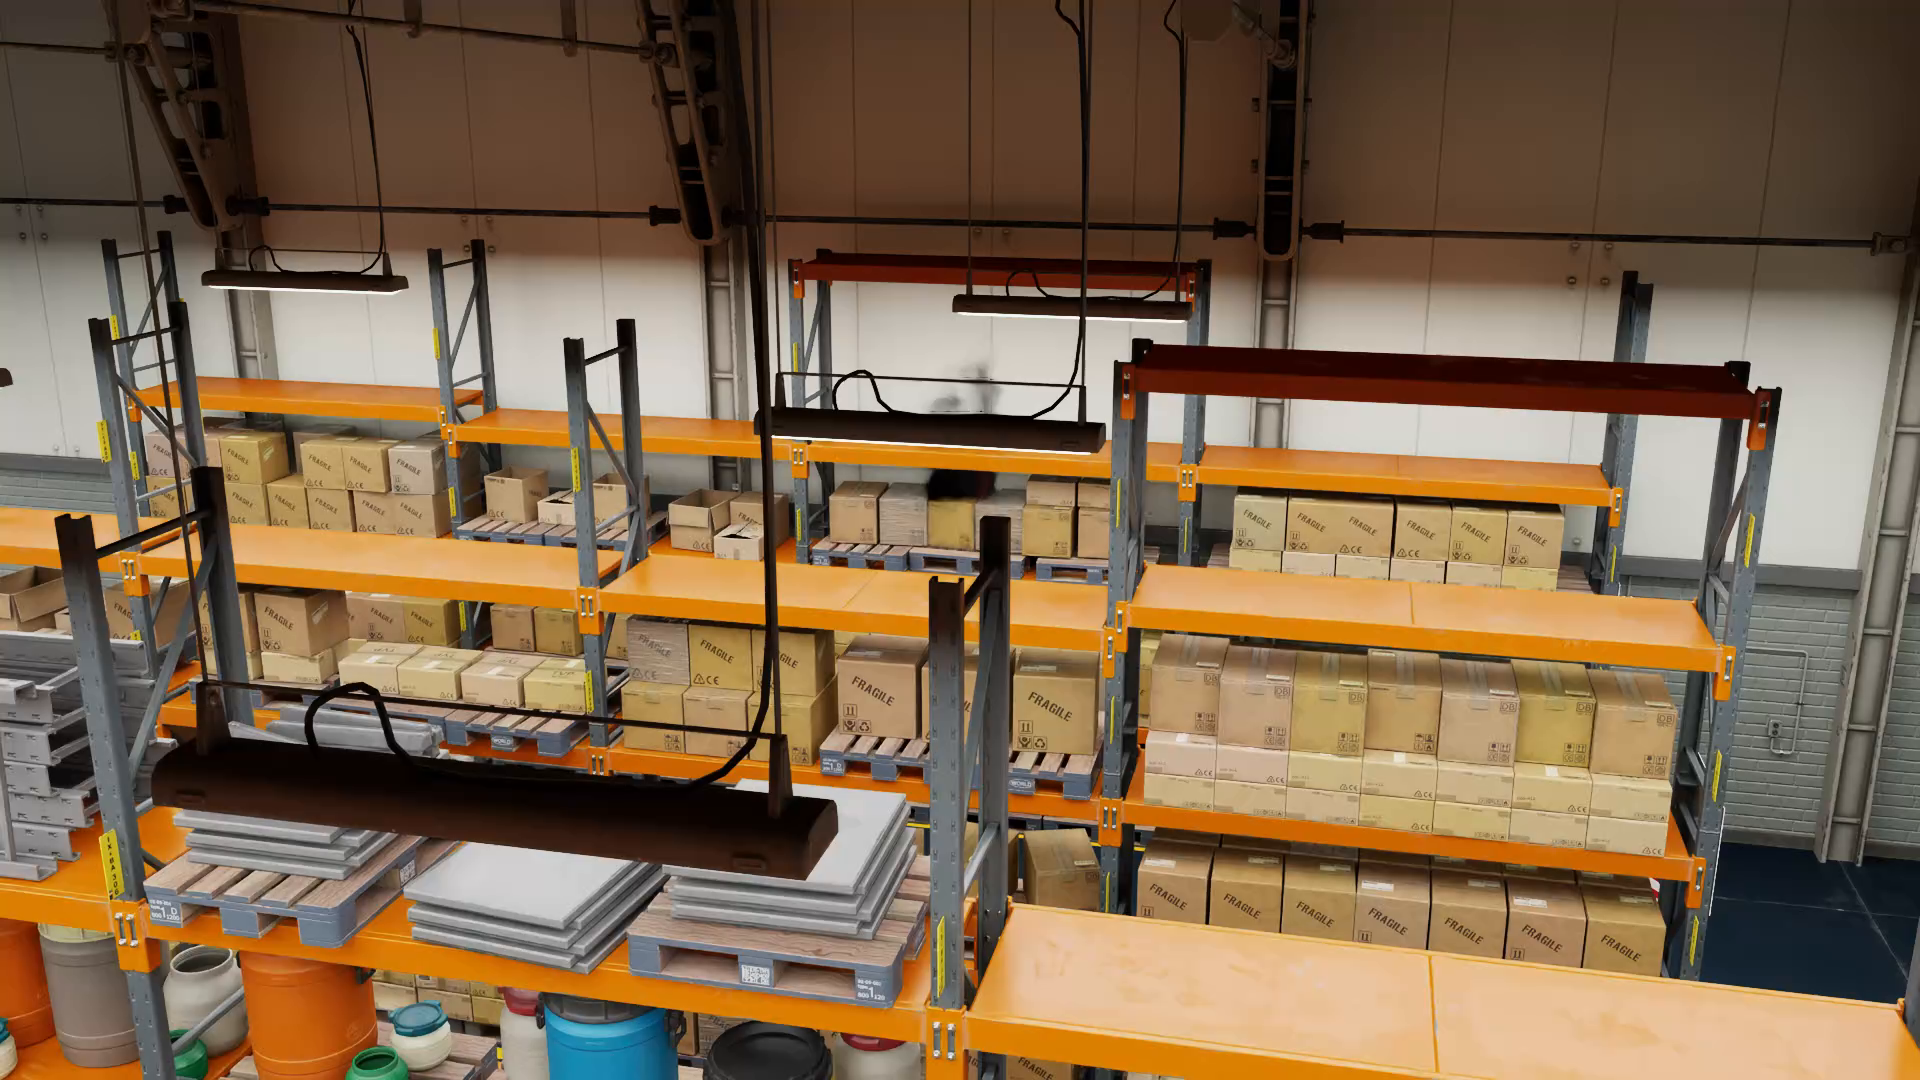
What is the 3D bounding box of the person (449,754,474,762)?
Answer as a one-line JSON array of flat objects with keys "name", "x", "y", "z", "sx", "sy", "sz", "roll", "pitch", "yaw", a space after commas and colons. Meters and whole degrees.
[{"name": "person", "x": -4.982, "y": 2.610, "z": 16.485, "sx": 0.641, "sy": 1.677, "sz": 0.546, "roll": 1, "pitch": 16, "yaw": 3}]
